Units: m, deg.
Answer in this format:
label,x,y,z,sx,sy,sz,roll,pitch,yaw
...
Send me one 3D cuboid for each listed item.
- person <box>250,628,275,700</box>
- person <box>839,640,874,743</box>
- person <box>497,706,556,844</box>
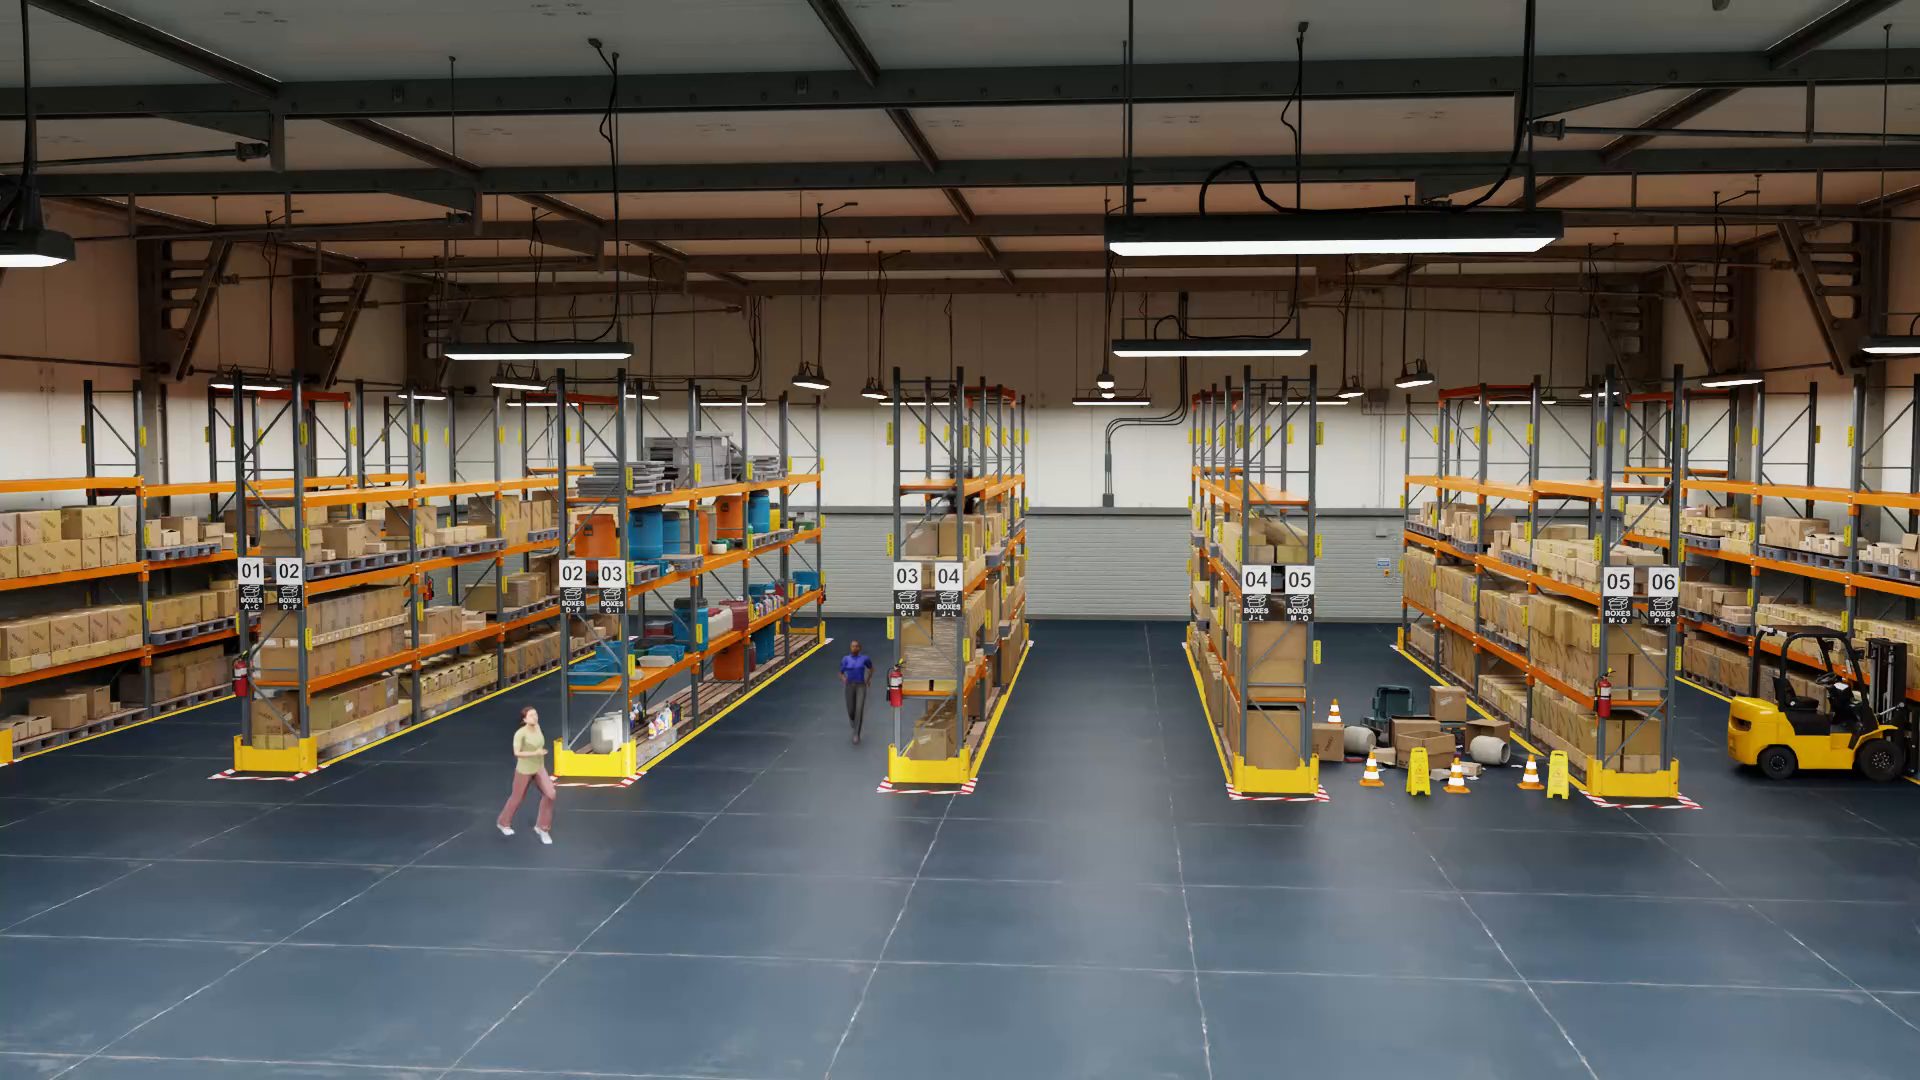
label,x,y,z,sx,sy,sz,roll,pitch,yaw
person,-11.861,2.365,28.309,0.661,1.746,0.572,0,4,2
person,-1.722,2.479,27.570,0.579,1.659,0.859,0,4,-1
person,-5.357,2.893,20.581,0.862,1.711,0.580,2,4,35
